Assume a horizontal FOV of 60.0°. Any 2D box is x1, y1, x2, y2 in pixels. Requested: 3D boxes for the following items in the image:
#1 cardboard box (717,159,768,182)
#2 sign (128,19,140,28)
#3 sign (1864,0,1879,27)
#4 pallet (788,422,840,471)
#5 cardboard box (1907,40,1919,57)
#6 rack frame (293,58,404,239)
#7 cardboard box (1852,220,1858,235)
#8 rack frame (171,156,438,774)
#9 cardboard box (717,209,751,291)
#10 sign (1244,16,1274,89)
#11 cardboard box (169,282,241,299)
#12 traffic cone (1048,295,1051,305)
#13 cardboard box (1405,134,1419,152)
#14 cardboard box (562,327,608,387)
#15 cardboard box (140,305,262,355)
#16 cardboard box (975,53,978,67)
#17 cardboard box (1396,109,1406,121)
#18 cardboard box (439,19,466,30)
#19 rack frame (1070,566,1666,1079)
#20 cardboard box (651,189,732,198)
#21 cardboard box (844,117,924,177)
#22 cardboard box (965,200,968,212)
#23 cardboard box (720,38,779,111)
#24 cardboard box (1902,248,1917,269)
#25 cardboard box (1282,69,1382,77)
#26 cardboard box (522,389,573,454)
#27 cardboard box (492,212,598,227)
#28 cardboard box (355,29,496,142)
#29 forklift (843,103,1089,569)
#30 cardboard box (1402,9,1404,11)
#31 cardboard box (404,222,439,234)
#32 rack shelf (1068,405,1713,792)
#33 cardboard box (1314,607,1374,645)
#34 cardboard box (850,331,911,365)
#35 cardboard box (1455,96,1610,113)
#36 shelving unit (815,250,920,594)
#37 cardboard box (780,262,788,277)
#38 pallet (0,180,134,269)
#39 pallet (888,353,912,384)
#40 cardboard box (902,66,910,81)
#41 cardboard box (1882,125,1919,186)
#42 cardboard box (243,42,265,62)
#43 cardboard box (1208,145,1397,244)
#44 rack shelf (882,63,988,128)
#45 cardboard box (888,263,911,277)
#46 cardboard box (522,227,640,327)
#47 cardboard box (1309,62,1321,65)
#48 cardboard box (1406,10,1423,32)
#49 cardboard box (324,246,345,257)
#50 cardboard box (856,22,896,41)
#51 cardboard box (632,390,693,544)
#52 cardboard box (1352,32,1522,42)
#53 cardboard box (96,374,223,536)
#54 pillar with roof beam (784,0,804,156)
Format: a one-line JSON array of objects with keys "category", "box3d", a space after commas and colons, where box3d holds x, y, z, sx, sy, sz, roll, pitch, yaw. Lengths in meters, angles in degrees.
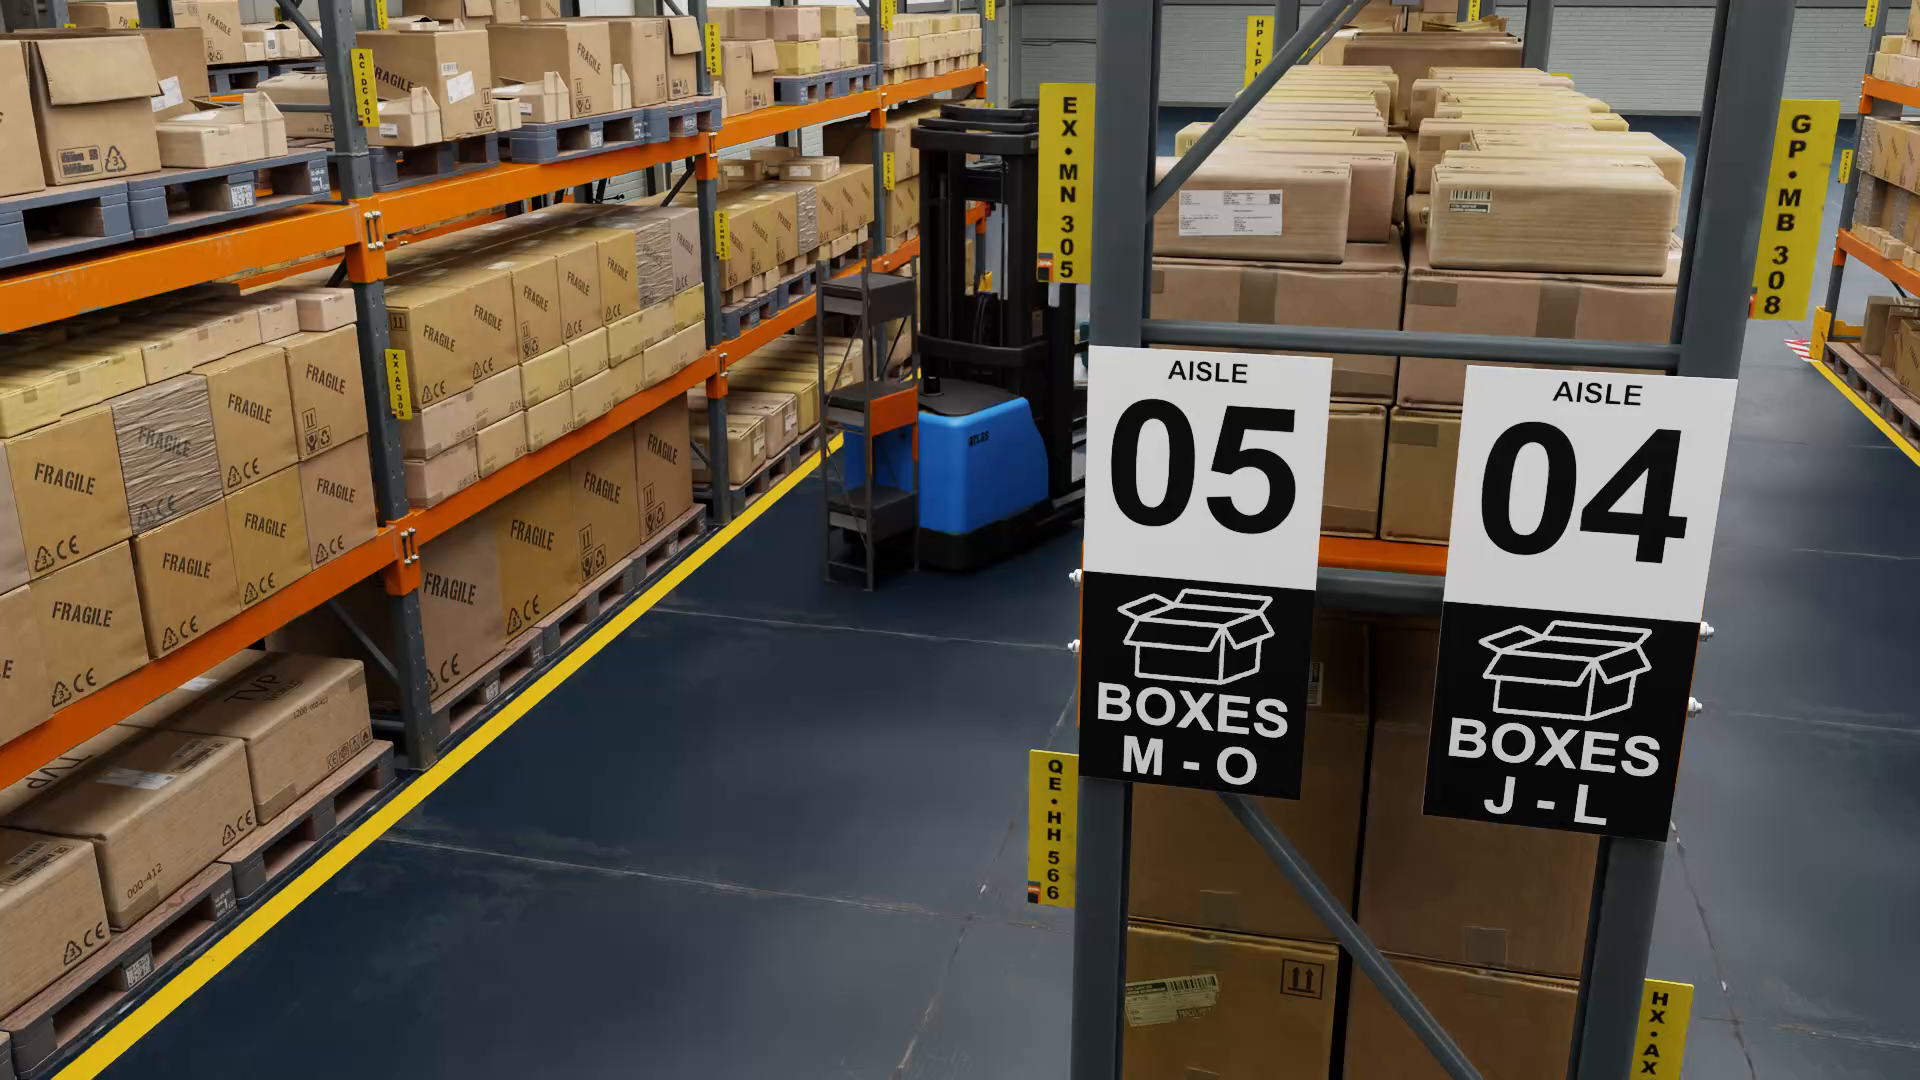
[{"category": "cardboard box", "box3d": [-1.803, -3.048, 13.701, 0.380, 0.149, 0.250, 6, 20, 16]}, {"category": "sign", "box3d": [-3.663, -2.167, 7.465, 0.100, 0.325, 0.005, 5, 19, 13]}, {"category": "sign", "box3d": [8.881, -5.169, 16.187, 0.100, 0.325, 0.005, 5, 19, 13]}, {"category": "pallet", "box3d": [-1.665, -0.875, 13.921, 1.003, 0.211, 1.213, 5, 19, 13]}, {"category": "cardboard box", "box3d": [8.817, -4.444, 15.032, 0.380, 0.149, 0.250, 5, 19, 13]}, {"category": "rack frame", "box3d": [-5.994, -3.213, 16.453, 1.000, 3.000, 0.127, 5, 19, 13]}, {"category": "cardboard box", "box3d": [9.106, -3.104, 16.522, 0.380, 0.149, 0.250, 5, 19, 13]}, {"category": "rack frame", "box3d": [-3.135, -0.314, 7.967, 1.000, 3.000, 0.127, 5, 19, 13]}, {"category": "cardboard box", "box3d": [-1.823, -2.078, 11.865, 0.500, 0.500, 0.500, 4, 19, 12]}, {"category": "sign", "box3d": [1.151, -1.848, 6.408, 0.100, 0.325, 0.005, 5, 19, 13]}, {"category": "cardboard box", "box3d": [-3.463, -1.063, 7.455, 0.380, 0.149, 0.250, 4, 19, 13]}, {"category": "traffic cone", "box3d": [0.943, -2.638, 18.696, 0.336, 0.463, 0.334, 5, 19, 13]}, {"category": "cardboard box", "box3d": [1.563, -1.050, 4.938, 0.500, 0.250, 0.500, 5, 20, 16]}, {"category": "cardboard box", "box3d": [-2.383, -1.076, 9.656, 0.500, 0.250, 0.500, 4, 19, 12]}, {"category": "cardboard box", "box3d": [-3.141, -0.869, 6.885, 0.380, 0.149, 0.250, 5, 19, 13]}, {"category": "cardboard box", "box3d": [-0.019, -5.242, 18.143, 0.380, 0.149, 0.250, 5, 19, 14]}, {"category": "cardboard box", "box3d": [1.340, -1.408, 5.988, 0.500, 0.250, 0.500, 5, 20, 15]}, {"category": "cardboard box", "box3d": [-5.337, -5.256, 17.197, 0.396, 0.266, 0.258, 4, 19, 12]}, {"category": "rack frame", "box3d": [0.713, 1.299, 3.245, 1.000, 3.000, 0.127, 5, 19, 13]}, {"category": "cardboard box", "box3d": [-2.078, -2.441, 12.928, 0.500, 0.500, 0.500, 3, 19, 10]}, {"category": "cardboard box", "box3d": [-0.716, -3.762, 15.900, 0.700, 0.500, 0.500, 5, 19, 14]}, {"category": "cardboard box", "box3d": [-0.124, -3.656, 18.139, 0.380, 0.149, 0.250, 4, 19, 12]}, {"category": "cardboard box", "box3d": [-1.812, -3.517, 12.543, 0.797, 0.503, 0.637, 5, 19, 13]}, {"category": "cardboard box", "box3d": [8.578, -2.480, 14.696, 0.380, 0.149, 0.250, 5, 19, 13]}, {"category": "cardboard box", "box3d": [1.285, -1.574, 5.857, 0.380, 0.149, 0.250, 4, 19, 11]}, {"category": "cardboard box", "box3d": [-2.505, -0.682, 9.276, 0.500, 0.250, 0.500, 4, 19, 13]}, {"category": "cardboard box", "box3d": [-2.627, -1.797, 10.607, 0.500, 0.500, 0.500, 5, 19, 14]}, {"category": "cardboard box", "box3d": [-2.638, -2.233, 8.140, 0.500, 0.500, 0.500, 4, 19, 12]}, {"category": "forklift", "box3d": [0.473, -1.607, 11.859, 1.130, 2.935, 3.031, 13, 23, 34]}, {"category": "cardboard box", "box3d": [3.764, -4.688, 15.097, 0.500, 0.250, 0.500, 4, 19, 13]}, {"category": "cardboard box", "box3d": [-5.633, -3.378, 16.783, 0.500, 0.500, 0.500, 4, 19, 12]}, {"category": "rack shelf", "box3d": [1.201, -0.407, 4.712, 1.077, 0.370, 4.000, 5, 19, 13]}, {"category": "cardboard box", "box3d": [0.707, 0.315, 3.962, 0.500, 0.500, 0.500, 4, 19, 12]}, {"category": "cardboard box", "box3d": [-0.774, -1.883, 16.164, 0.500, 0.250, 0.500, 4, 19, 11]}, {"category": "cardboard box", "box3d": [1.546, -1.121, 4.529, 0.380, 0.149, 0.250, 4, 19, 12]}, {"category": "shelving unit", "box3d": [-0.579, -0.752, 10.642, 0.431, 2.100, 0.503, 13, 23, 34]}, {"category": "cardboard box", "box3d": [-1.583, -2.161, 13.113, 0.380, 0.149, 0.250, 5, 20, 16]}, {"category": "pallet", "box3d": [-3.645, -1.055, 5.632, 1.003, 0.211, 1.213, 5, 19, 13]}, {"category": "pallet", "box3d": [-1.050, -1.716, 16.384, 1.003, 0.211, 1.213, 5, 19, 13]}, {"category": "cardboard box", "box3d": [-0.695, -4.440, 15.794, 0.380, 0.149, 0.250, 5, 20, 15]}, {"category": "cardboard box", "box3d": [8.759, -3.490, 15.104, 0.500, 0.500, 0.500, 5, 19, 13]}, {"category": "cardboard box", "box3d": [-6.157, -4.149, 14.137, 0.380, 0.149, 0.250, 4, 19, 13]}, {"category": "cardboard box", "box3d": [0.644, -0.674, 3.221, 0.380, 0.149, 0.250, 5, 19, 14]}, {"category": "rack shelf", "box3d": [-0.691, -4.528, 16.775, 1.077, 0.370, 4.000, 5, 19, 13]}, {"category": "cardboard box", "box3d": [-0.685, -2.579, 16.039, 0.380, 0.149, 0.250, 5, 19, 14]}, {"category": "cardboard box", "box3d": [-2.275, -1.589, 9.998, 0.500, 0.500, 0.500, 5, 19, 13]}, {"category": "cardboard box", "box3d": [2.155, -2.360, 9.162, 0.500, 0.500, 0.500, 5, 19, 13]}, {"category": "cardboard box", "box3d": [4.157, -4.487, 14.511, 0.500, 0.250, 0.500, 4, 19, 13]}, {"category": "cardboard box", "box3d": [-5.981, -2.805, 15.491, 0.500, 0.250, 0.500, 5, 19, 13]}, {"category": "cardboard box", "box3d": [-0.786, -4.573, 14.949, 0.380, 0.149, 0.250, 4, 19, 12]}, {"category": "cardboard box", "box3d": [-2.407, -0.551, 11.299, 0.875, 0.875, 0.875, 4, 19, 13]}, {"category": "cardboard box", "box3d": [2.195, -2.096, 7.733, 0.797, 0.503, 0.637, 4, 19, 13]}, {"category": "cardboard box", "box3d": [-3.229, -0.346, 6.360, 0.500, 0.500, 0.500, 5, 19, 14]}, {"category": "pillar with roof beam", "box3d": [1.046, -10.580, 28.739, 9.100, 9.000, 0.400, 5, 19, 13]}]
